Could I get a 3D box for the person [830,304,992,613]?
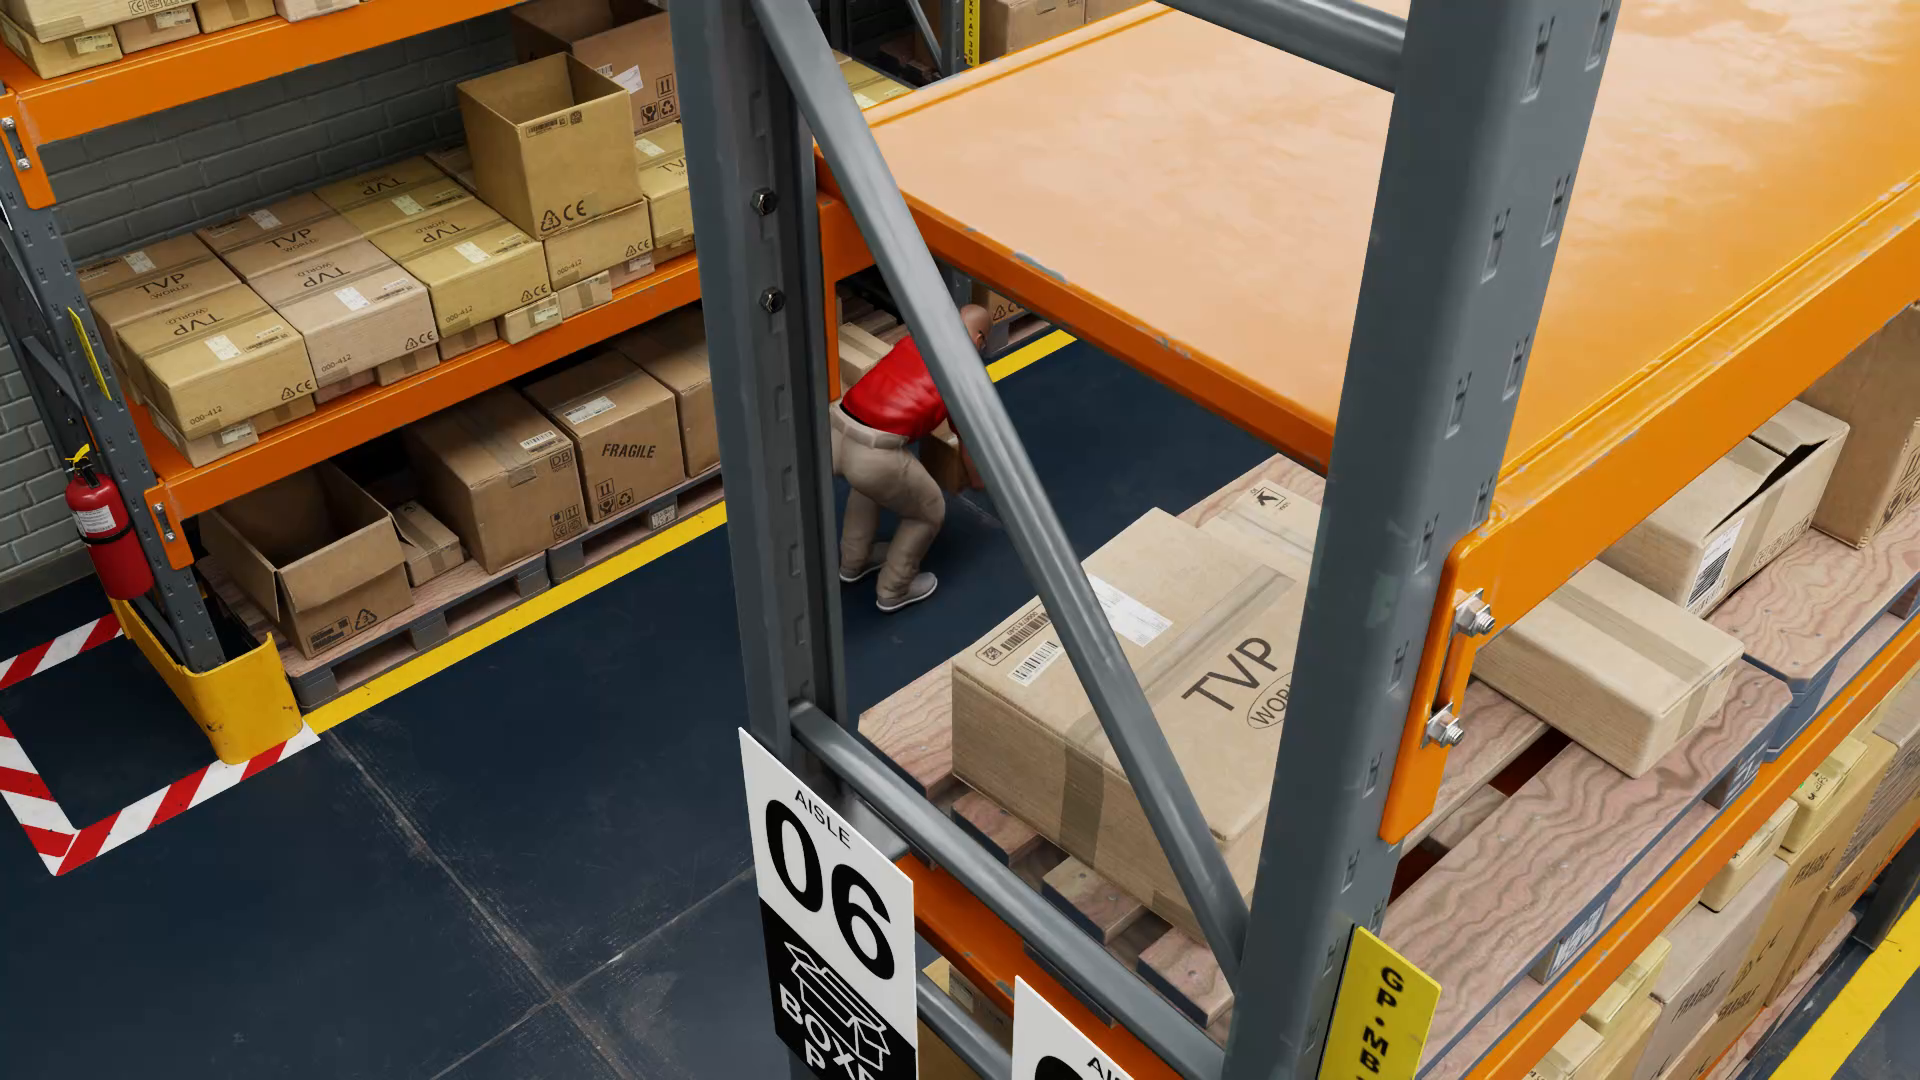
[{"bbox_3d":[-0.195,-0.362,7.337,0.922,1.216,0.508,-32,49,-33],"label":"person"}]
